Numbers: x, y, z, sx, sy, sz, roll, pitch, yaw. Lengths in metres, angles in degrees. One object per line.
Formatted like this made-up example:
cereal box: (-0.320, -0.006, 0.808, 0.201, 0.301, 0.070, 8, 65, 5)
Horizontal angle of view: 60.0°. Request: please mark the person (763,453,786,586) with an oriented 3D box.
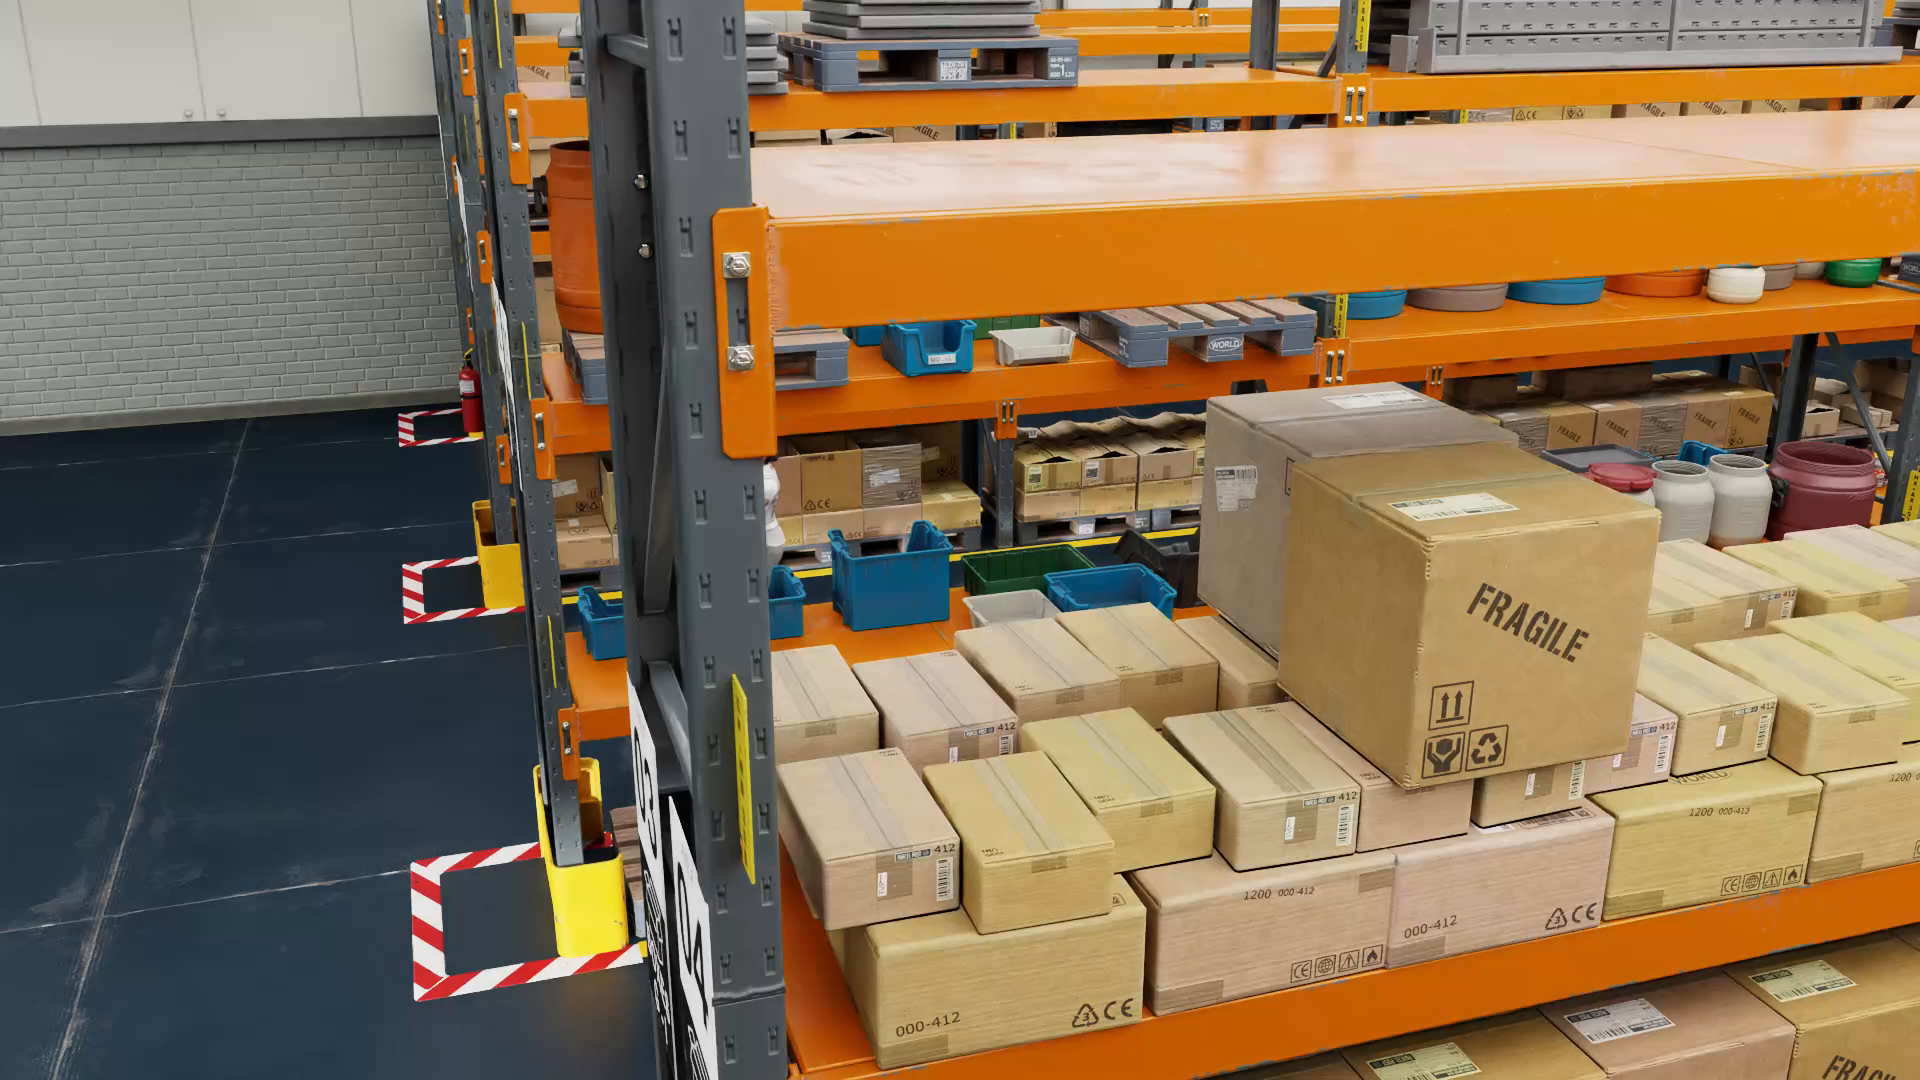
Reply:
person: (-1.472, 0.066, 11.392, 0.541, 1.655, 0.453, -6, 20, -17)
